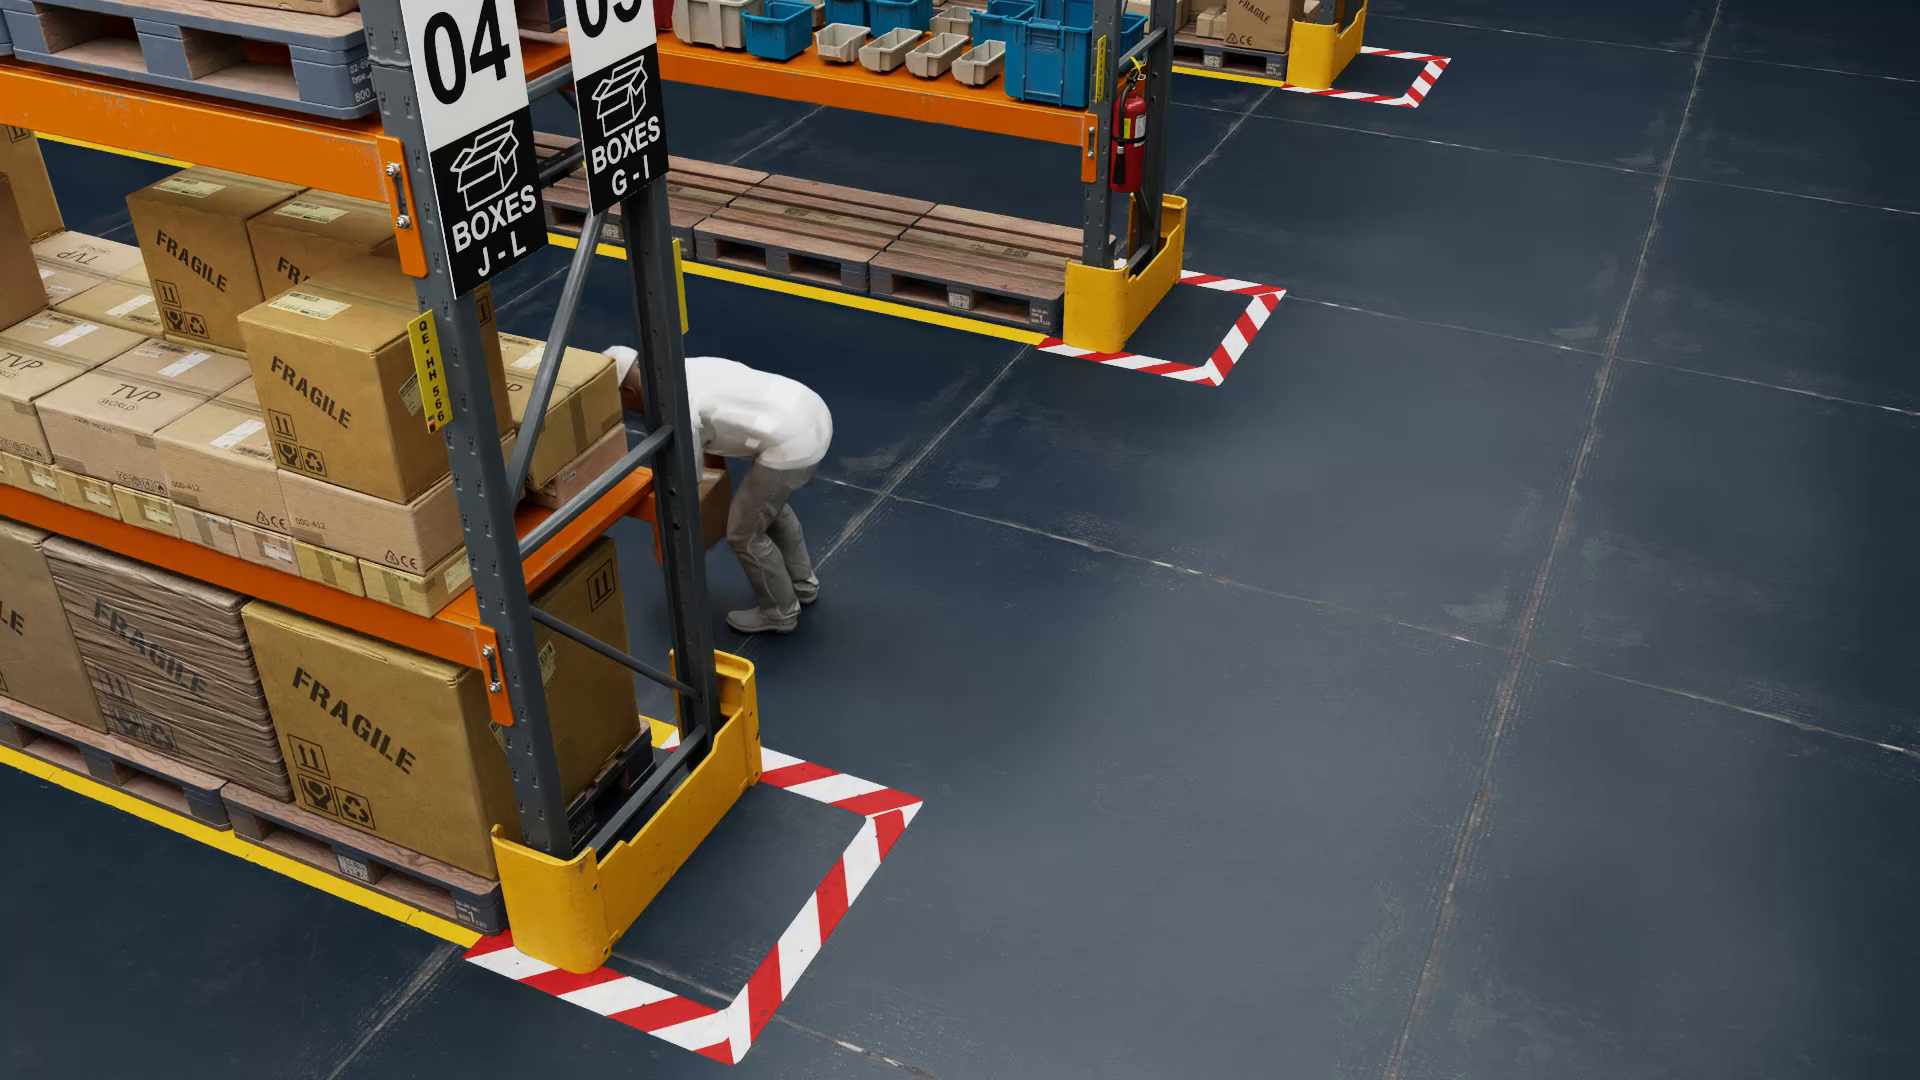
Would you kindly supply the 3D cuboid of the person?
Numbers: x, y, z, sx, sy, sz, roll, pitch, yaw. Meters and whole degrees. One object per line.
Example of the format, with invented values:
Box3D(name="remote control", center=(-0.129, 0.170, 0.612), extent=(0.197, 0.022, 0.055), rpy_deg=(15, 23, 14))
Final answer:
Box3D(name="person", center=(-1.001, -0.214, 6.917), extent=(0.956, 1.240, 0.472), rpy_deg=(4, 34, 7))
